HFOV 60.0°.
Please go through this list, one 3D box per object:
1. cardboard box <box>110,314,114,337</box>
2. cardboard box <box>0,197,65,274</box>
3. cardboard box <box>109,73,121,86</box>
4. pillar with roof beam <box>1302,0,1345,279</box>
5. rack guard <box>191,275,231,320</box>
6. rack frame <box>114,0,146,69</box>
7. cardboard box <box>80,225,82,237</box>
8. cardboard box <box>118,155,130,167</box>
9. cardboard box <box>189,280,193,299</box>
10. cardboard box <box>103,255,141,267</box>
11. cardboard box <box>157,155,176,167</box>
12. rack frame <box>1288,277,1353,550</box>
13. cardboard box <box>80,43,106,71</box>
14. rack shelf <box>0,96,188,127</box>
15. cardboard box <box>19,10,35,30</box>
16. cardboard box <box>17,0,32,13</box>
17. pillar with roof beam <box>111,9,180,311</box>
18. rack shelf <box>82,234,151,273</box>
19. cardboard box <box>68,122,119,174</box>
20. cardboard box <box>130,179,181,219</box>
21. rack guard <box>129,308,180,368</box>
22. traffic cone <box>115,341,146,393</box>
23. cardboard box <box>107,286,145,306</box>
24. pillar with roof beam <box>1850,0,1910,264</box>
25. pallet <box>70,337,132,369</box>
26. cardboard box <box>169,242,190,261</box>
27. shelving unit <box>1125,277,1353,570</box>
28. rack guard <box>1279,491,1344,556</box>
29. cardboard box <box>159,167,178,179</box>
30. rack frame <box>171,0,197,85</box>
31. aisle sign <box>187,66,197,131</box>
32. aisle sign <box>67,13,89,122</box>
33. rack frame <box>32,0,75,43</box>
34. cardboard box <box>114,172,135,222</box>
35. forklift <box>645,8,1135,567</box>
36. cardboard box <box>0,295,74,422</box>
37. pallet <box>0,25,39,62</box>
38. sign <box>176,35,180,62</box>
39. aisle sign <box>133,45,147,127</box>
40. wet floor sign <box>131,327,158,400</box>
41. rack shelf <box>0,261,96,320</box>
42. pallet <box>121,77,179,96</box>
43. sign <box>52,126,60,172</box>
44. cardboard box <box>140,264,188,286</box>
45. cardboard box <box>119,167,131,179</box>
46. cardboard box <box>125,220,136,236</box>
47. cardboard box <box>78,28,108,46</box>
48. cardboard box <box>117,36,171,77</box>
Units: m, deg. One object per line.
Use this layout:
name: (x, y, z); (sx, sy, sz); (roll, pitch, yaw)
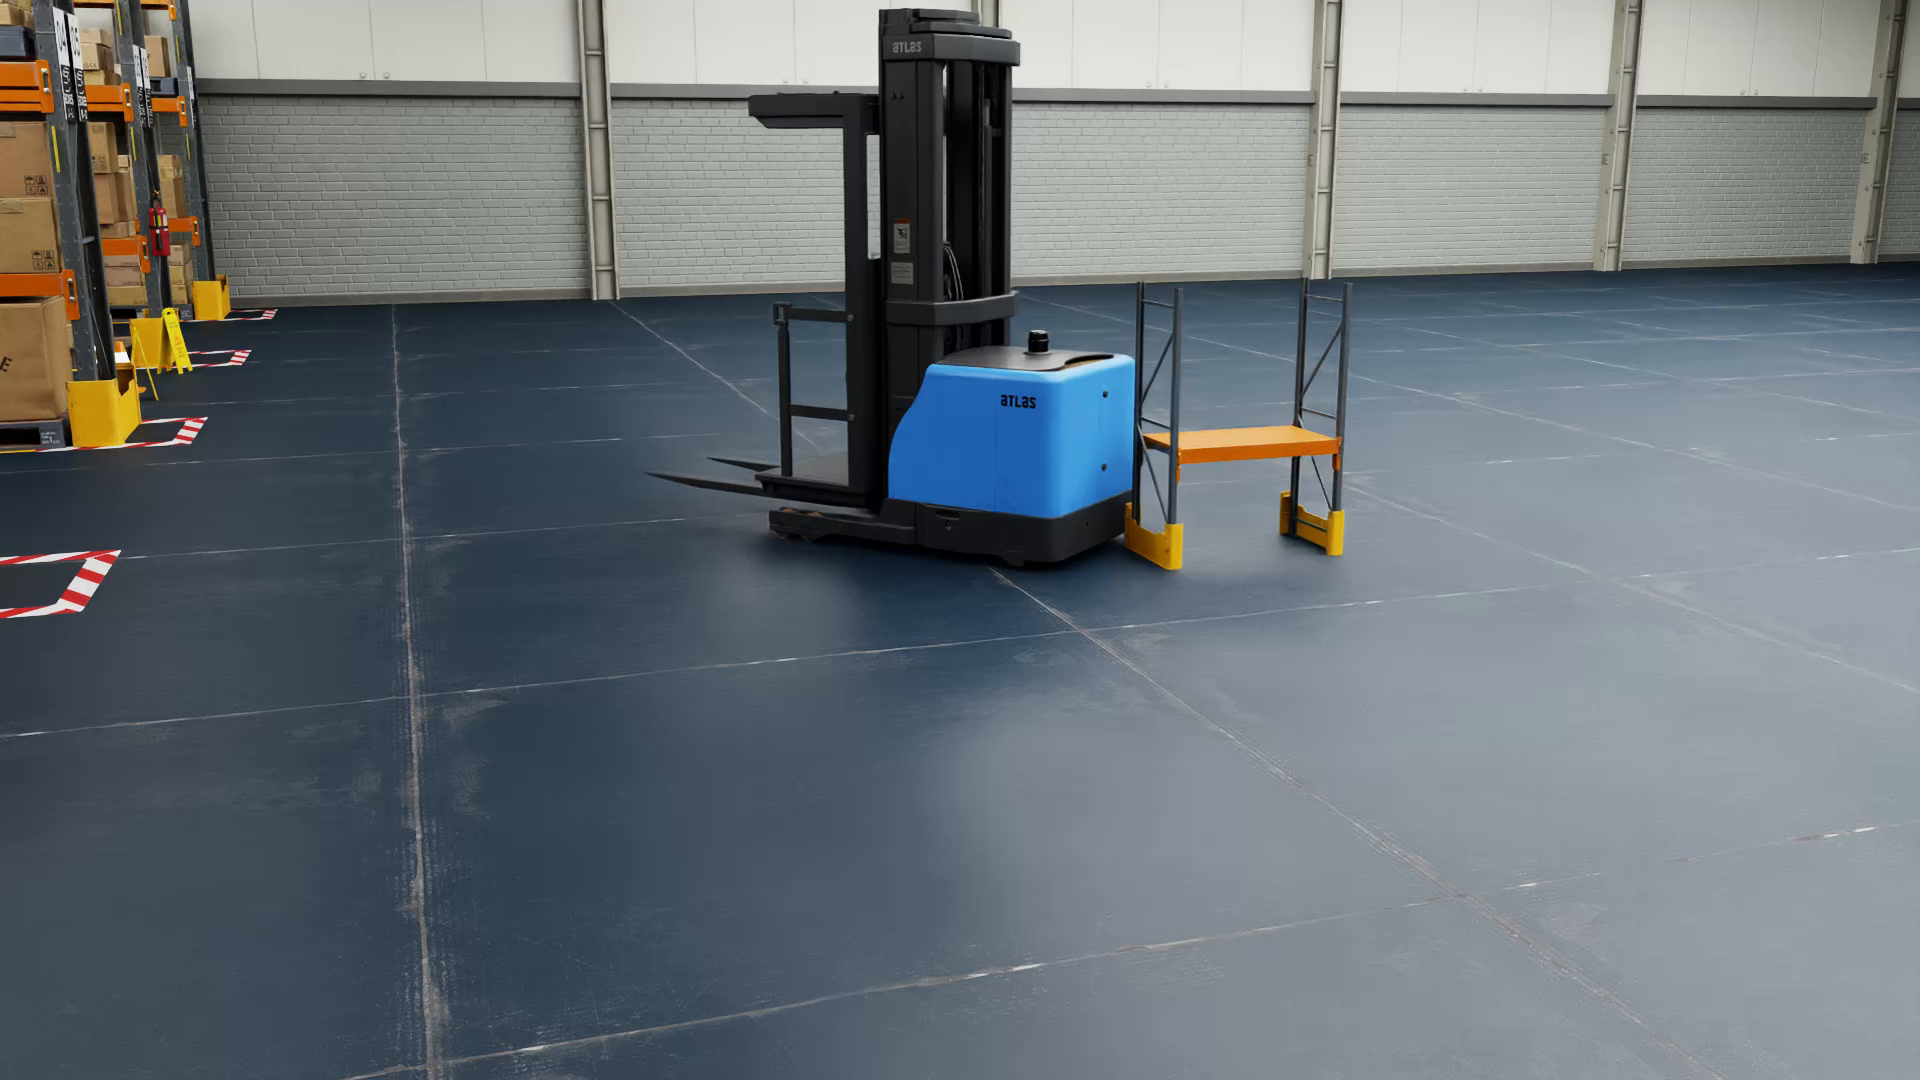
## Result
cardboard box: (-9.280, -2.237, 17.601); (0.500, 0.250, 0.500); (-5, 14, -19)
cardboard box: (-7.090, -2.327, 12.620); (0.550, 0.550, 0.875); (-4, 14, -18)
cardboard box: (-8.846, -4.753, 17.205); (0.250, 0.149, 0.380); (-4, 14, -18)
pillar with roof beam: (7.471, -7.907, 23.439); (0.400, 9.000, 9.100); (-4, 14, -18)
rack guard: (-9.992, -3.244, 22.199); (0.348, 0.500, 1.175); (-4, 14, -18)
rack frame: (-8.428, -6.288, 16.632); (0.127, 3.000, 1.000); (-4, 14, -18)
cardboard box: (-8.919, -3.130, 16.862); (0.250, 0.149, 0.380); (-5, 14, -19)
cardboard box: (-10.750, -4.844, 21.264); (0.250, 0.149, 0.380); (-4, 14, -17)
cardboard box: (-10.542, -3.331, 22.200); (0.500, 0.250, 0.500); (-4, 14, -18)
cardboard box: (-10.833, -3.670, 21.462); (0.500, 0.250, 0.500); (-4, 14, -17)
cardboard box: (-10.287, -4.894, 21.476); (0.250, 0.149, 0.380); (-4, 14, -18)
rack frame: (2.026, -0.709, 9.381); (0.032, 1.500, 0.500); (-5, 14, -19)
cardboard box: (-8.827, -4.804, 16.555); (0.500, 0.250, 0.500); (-5, 14, -19)
rack shelf: (-11.910, -5.420, 21.018); (4.000, 0.370, 1.077); (-4, 14, -18)
cardboard box: (-7.180, -3.926, 12.605); (0.250, 0.149, 0.380); (-4, 14, -18)
cardboard box: (-7.292, -4.096, 12.456); (0.500, 0.250, 0.500); (-4, 14, -18)
pillar with roof beam: (-9.589, -6.579, 17.854); (0.400, 9.000, 9.100); (-4, 14, -18)
rack shelf: (-10.323, -2.872, 16.789); (4.000, 0.370, 1.077); (-4, 14, -18)
cardboard box: (-8.842, -3.964, 16.805); (0.500, 0.500, 0.700); (-5, 14, -19)
cardboard box: (-10.397, -4.413, 21.496); (0.500, 0.500, 0.500); (-5, 14, -19)
rack guard: (-8.500, -2.148, 17.592); (0.348, 0.500, 1.175); (-4, 14, -18)
traffic cone: (-7.747, -1.602, 15.379); (0.334, 0.463, 0.336); (-4, 14, -18)
cardboard box: (-10.833, -3.186, 21.589); (0.500, 0.250, 0.500); (-4, 14, -18)
pillar with roof beam: (18.845, -8.793, 27.162); (0.400, 9.000, 9.100); (-4, 14, -18)
pallet: (-9.281, -1.955, 17.406); (1.213, 0.211, 1.003); (-4, 14, -18)
cardboard box: (-10.530, -3.817, 22.082); (0.500, 0.250, 0.500); (-5, 14, -19)
shelving unit: (1.537, -0.670, 9.216); (1.083, 1.500, 0.587); (-5, 14, -19)
rack guard: (2.008, -0.100, 9.520); (0.087, 0.250, 0.587); (-5, 14, -19)
cardboard box: (-10.254, -4.735, 21.450); (0.250, 0.149, 0.380); (-4, 14, -17)
rack frame: (-10.014, -7.377, 21.208); (0.127, 3.000, 1.000); (-4, 14, -18)
aisle sign: (-9.858, -5.663, 21.351); (0.004, 0.787, 0.394); (-4, 14, -18)
aisle sign: (-6.782, -3.627, 12.792); (0.004, 0.787, 0.394); (-4, 14, -18)
rack frame: (-6.753, -5.210, 12.100); (0.127, 3.000, 1.000); (-4, 14, -18)
cardboard box: (-8.965, -3.589, 17.389); (0.500, 0.500, 0.500); (-5, 14, -19)
forklift: (-0.518, -1.514, 9.674); (3.031, 2.935, 1.130); (8, 16, 31)
cardboard box: (-7.375, -1.397, 12.720); (0.875, 0.875, 0.875); (-4, 14, -18)
pallet: (-7.453, -3.651, 12.217); (1.213, 0.211, 1.003); (-4, 14, -18)
sign: (-9.854, -6.189, 20.957); (0.005, 0.325, 0.100); (-4, 14, -18)
aisle sign: (-8.276, -4.575, 16.778); (0.004, 0.787, 0.394); (-4, 14, -18)
wet floor sign: (-7.357, -1.582, 14.901); (0.232, 0.644, 0.267); (-7, 15, -28)
rack shelf: (-8.649, -1.794, 12.257); (4.000, 0.370, 1.077); (-4, 14, -18)
pallet: (-10.693, -5.828, 21.370); (1.213, 0.211, 1.003); (-4, 14, -18)
sign: (-6.593, -2.850, 12.128); (0.005, 0.325, 0.100); (-4, 14, -18)
cardboard box: (-10.376, -3.463, 21.675); (0.500, 0.250, 0.500); (-5, 14, -19)
cardboard box: (-10.752, -4.704, 21.319); (0.250, 0.149, 0.380); (-4, 14, -17)
cardboard box: (-8.816, -3.268, 17.441); (0.250, 0.149, 0.380); (-4, 14, -18)
cardboard box: (-8.654, -5.005, 16.539); (0.250, 0.149, 0.380); (-4, 14, -18)
cardboard box: (-10.356, -6.133, 21.121); (0.500, 0.500, 0.500); (-4, 14, -16)
